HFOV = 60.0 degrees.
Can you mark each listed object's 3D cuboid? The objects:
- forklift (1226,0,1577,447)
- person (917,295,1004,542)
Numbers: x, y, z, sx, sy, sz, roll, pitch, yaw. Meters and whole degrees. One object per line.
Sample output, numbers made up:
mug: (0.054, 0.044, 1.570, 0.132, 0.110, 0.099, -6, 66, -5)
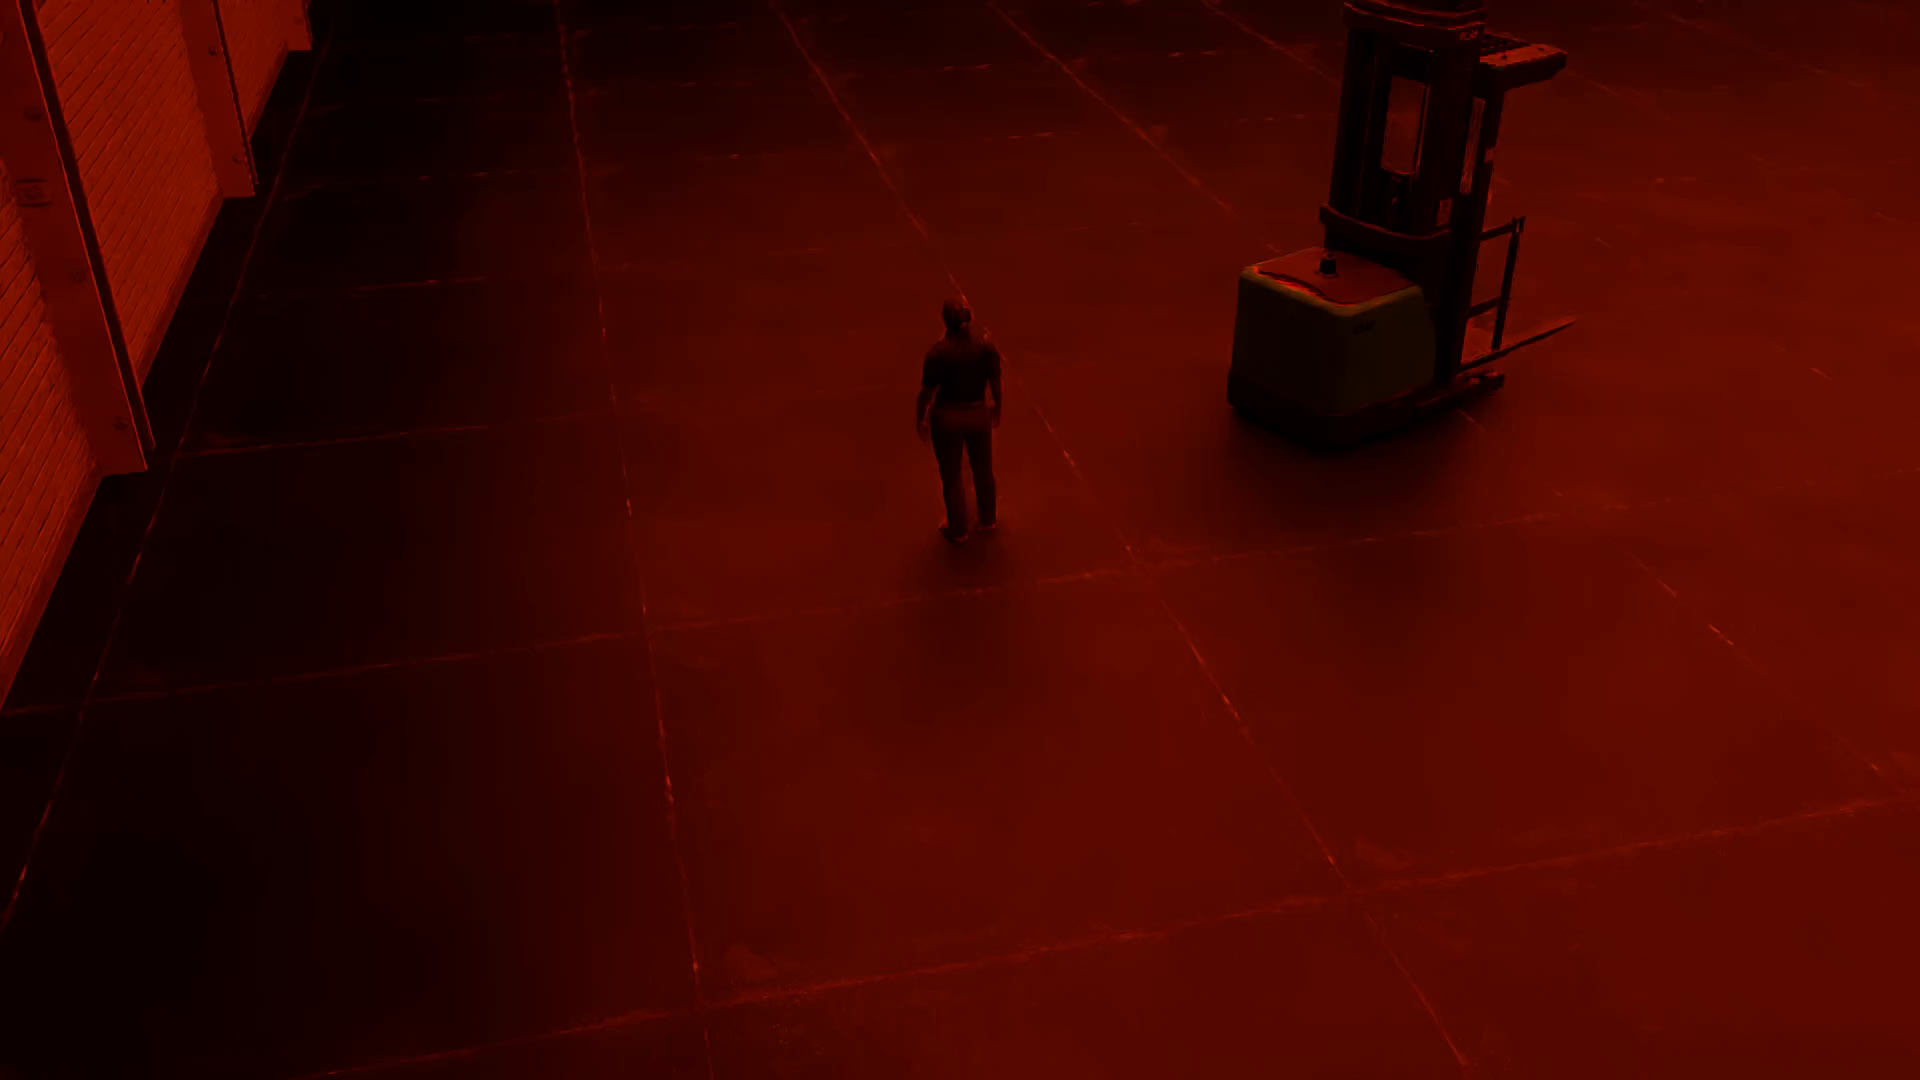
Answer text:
forklift: (3.431, -2.489, 11.874, 3.031, 2.935, 1.130, -20, 36, -31)
person: (-0.002, -0.767, 10.160, 0.570, 1.654, 0.503, -7, 31, -12)
